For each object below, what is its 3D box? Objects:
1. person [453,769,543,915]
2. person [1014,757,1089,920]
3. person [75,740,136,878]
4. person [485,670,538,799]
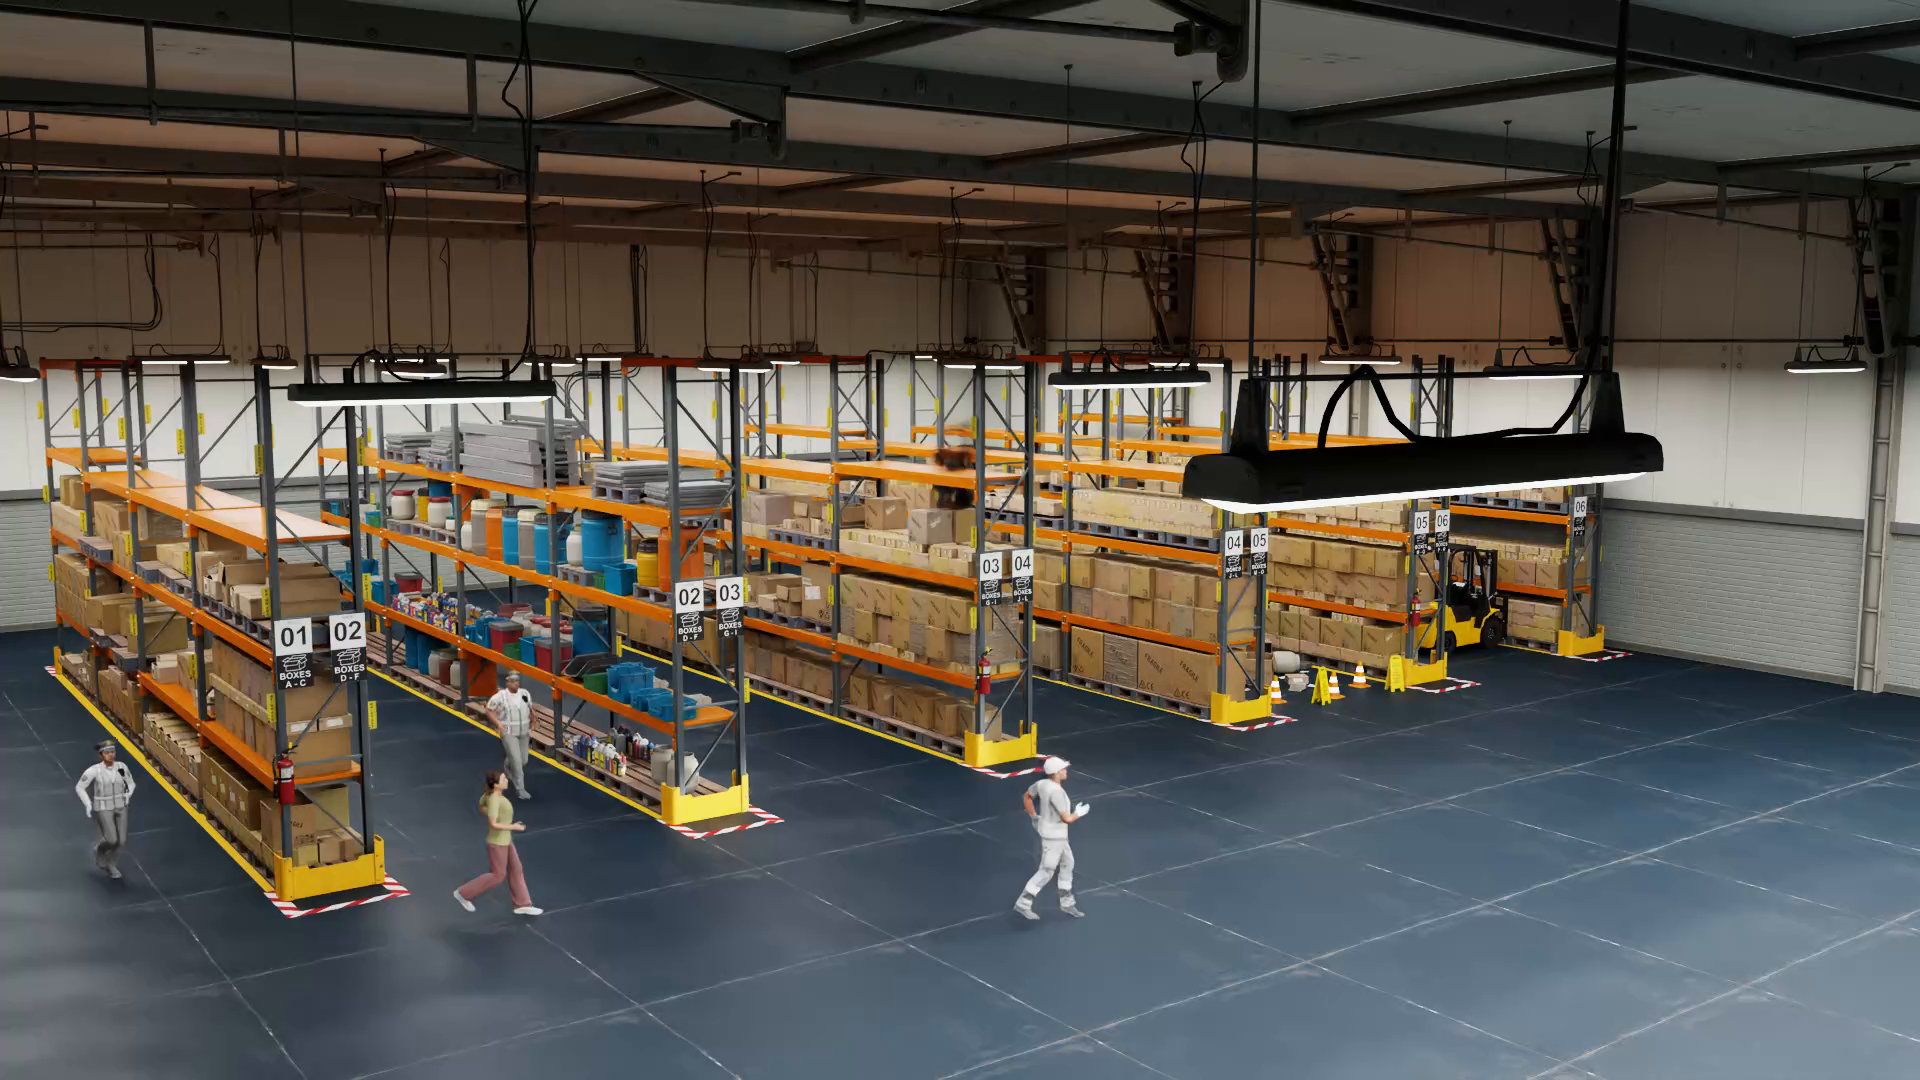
[{"bbox_3d":[-5.070,3.327,18.188,0.937,1.664,0.594,-1,7,-12],"label":"person"},{"bbox_3d":[0.989,3.267,18.075,0.836,1.846,0.661,-1,7,-9],"label":"person"},{"bbox_3d":[-9.986,3.169,19.569,0.541,1.658,0.615,6,9,40],"label":"person"},{"bbox_3d":[-6.258,2.688,23.267,0.663,1.774,0.861,-6,9,-42],"label":"person"}]
